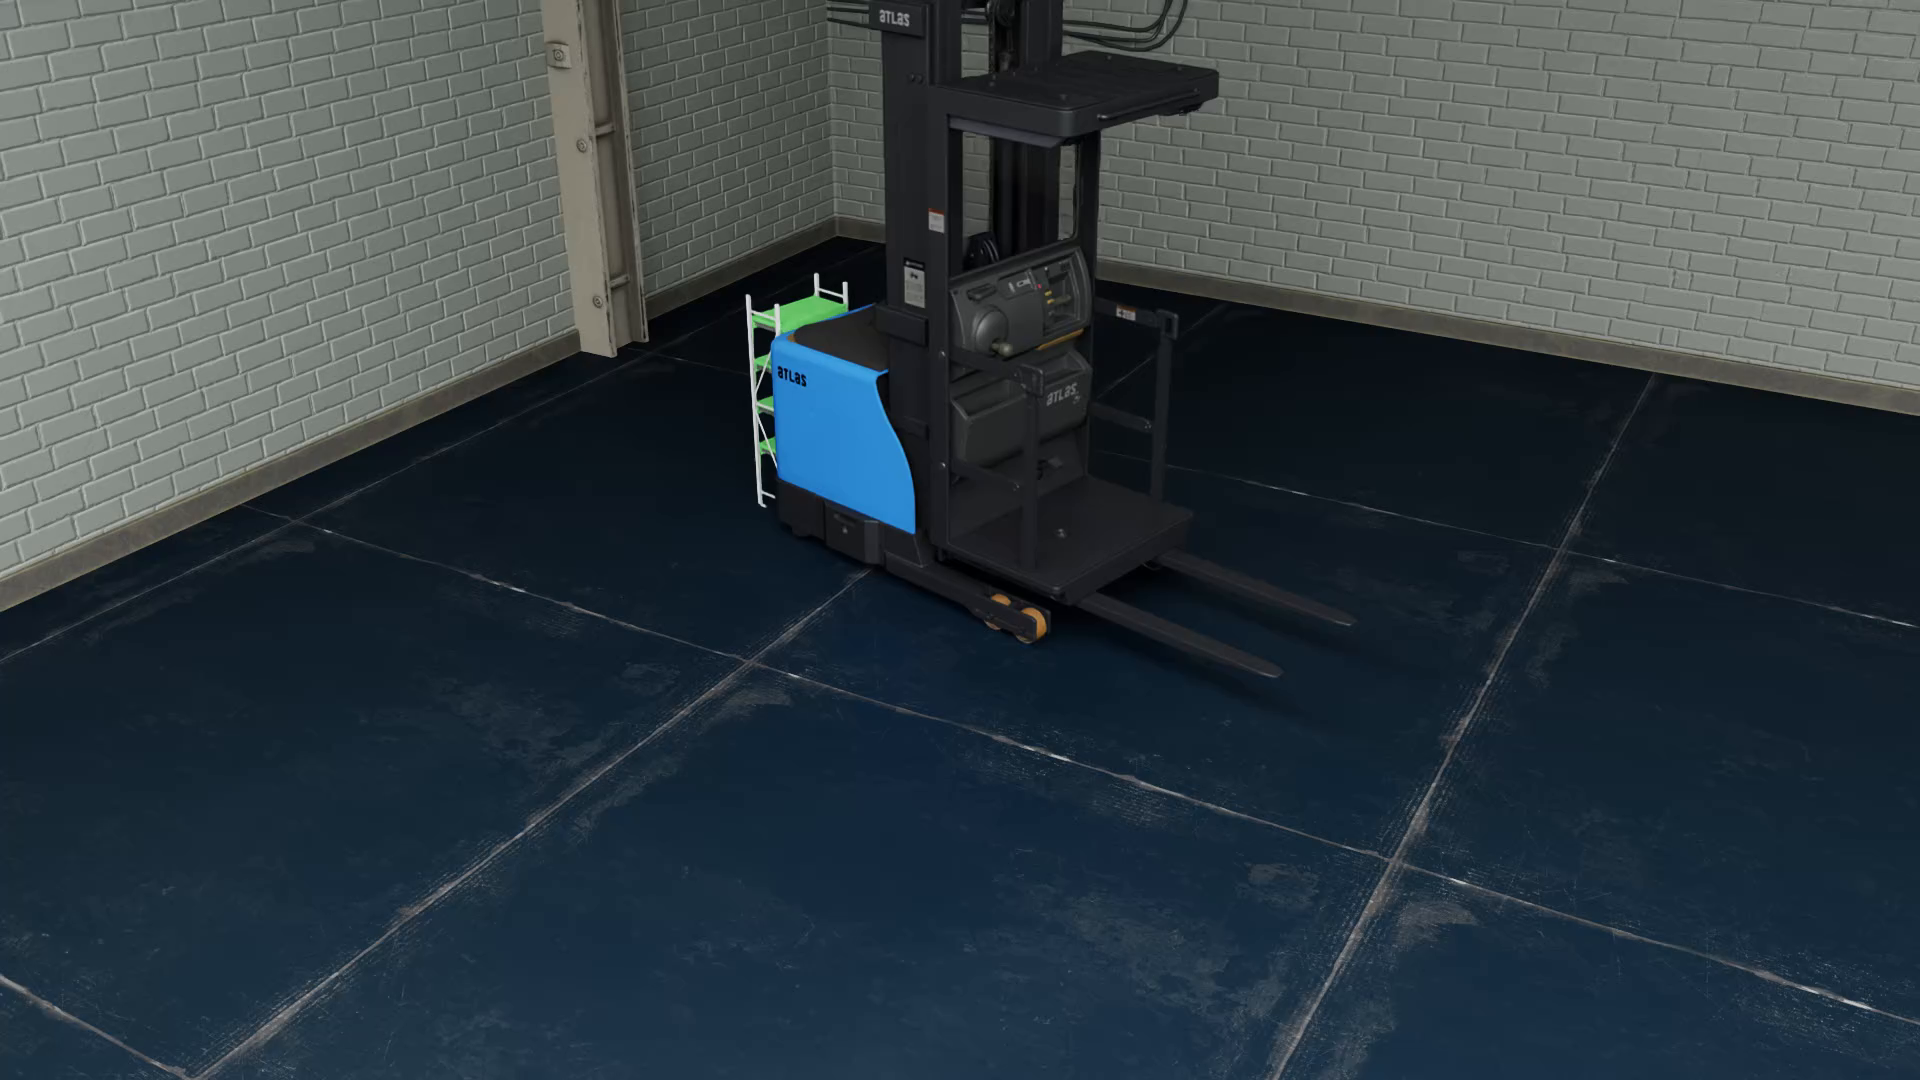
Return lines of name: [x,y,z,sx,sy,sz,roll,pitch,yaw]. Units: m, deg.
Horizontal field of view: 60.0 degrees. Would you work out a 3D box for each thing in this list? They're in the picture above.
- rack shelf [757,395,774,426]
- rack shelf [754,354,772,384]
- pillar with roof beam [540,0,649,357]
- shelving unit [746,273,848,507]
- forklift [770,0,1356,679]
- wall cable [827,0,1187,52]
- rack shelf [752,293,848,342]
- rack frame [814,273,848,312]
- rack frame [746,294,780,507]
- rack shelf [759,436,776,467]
rack shelf: [-0.852,-0.722,8.995,0.258,0.148,0.480,22,34,37]
rack shelf: [-0.852,-0.937,8.888,0.258,0.148,0.480,22,34,37]
pillar with roof beam: [1.369,-4.416,7.519,9.100,9.000,0.400,14,30,26]
shelving unit: [-0.852,-0.779,8.967,0.258,1.200,0.503,22,34,37]
forklift: [0.451,-1.092,7.656,3.031,2.935,1.130,22,34,37]
wall cable: [0.221,-4.832,11.820,3.097,2.526,0.112,14,30,26]
rack shelf: [-0.852,-1.152,8.780,0.258,0.148,0.480,22,34,37]
rack frame: [-0.690,-0.861,9.129,0.240,1.200,0.015,22,34,37]
rack frame: [-1.015,-0.698,8.804,0.240,1.200,0.015,22,34,37]
rack shelf: [-0.852,-0.508,9.103,0.258,0.148,0.480,22,34,37]
